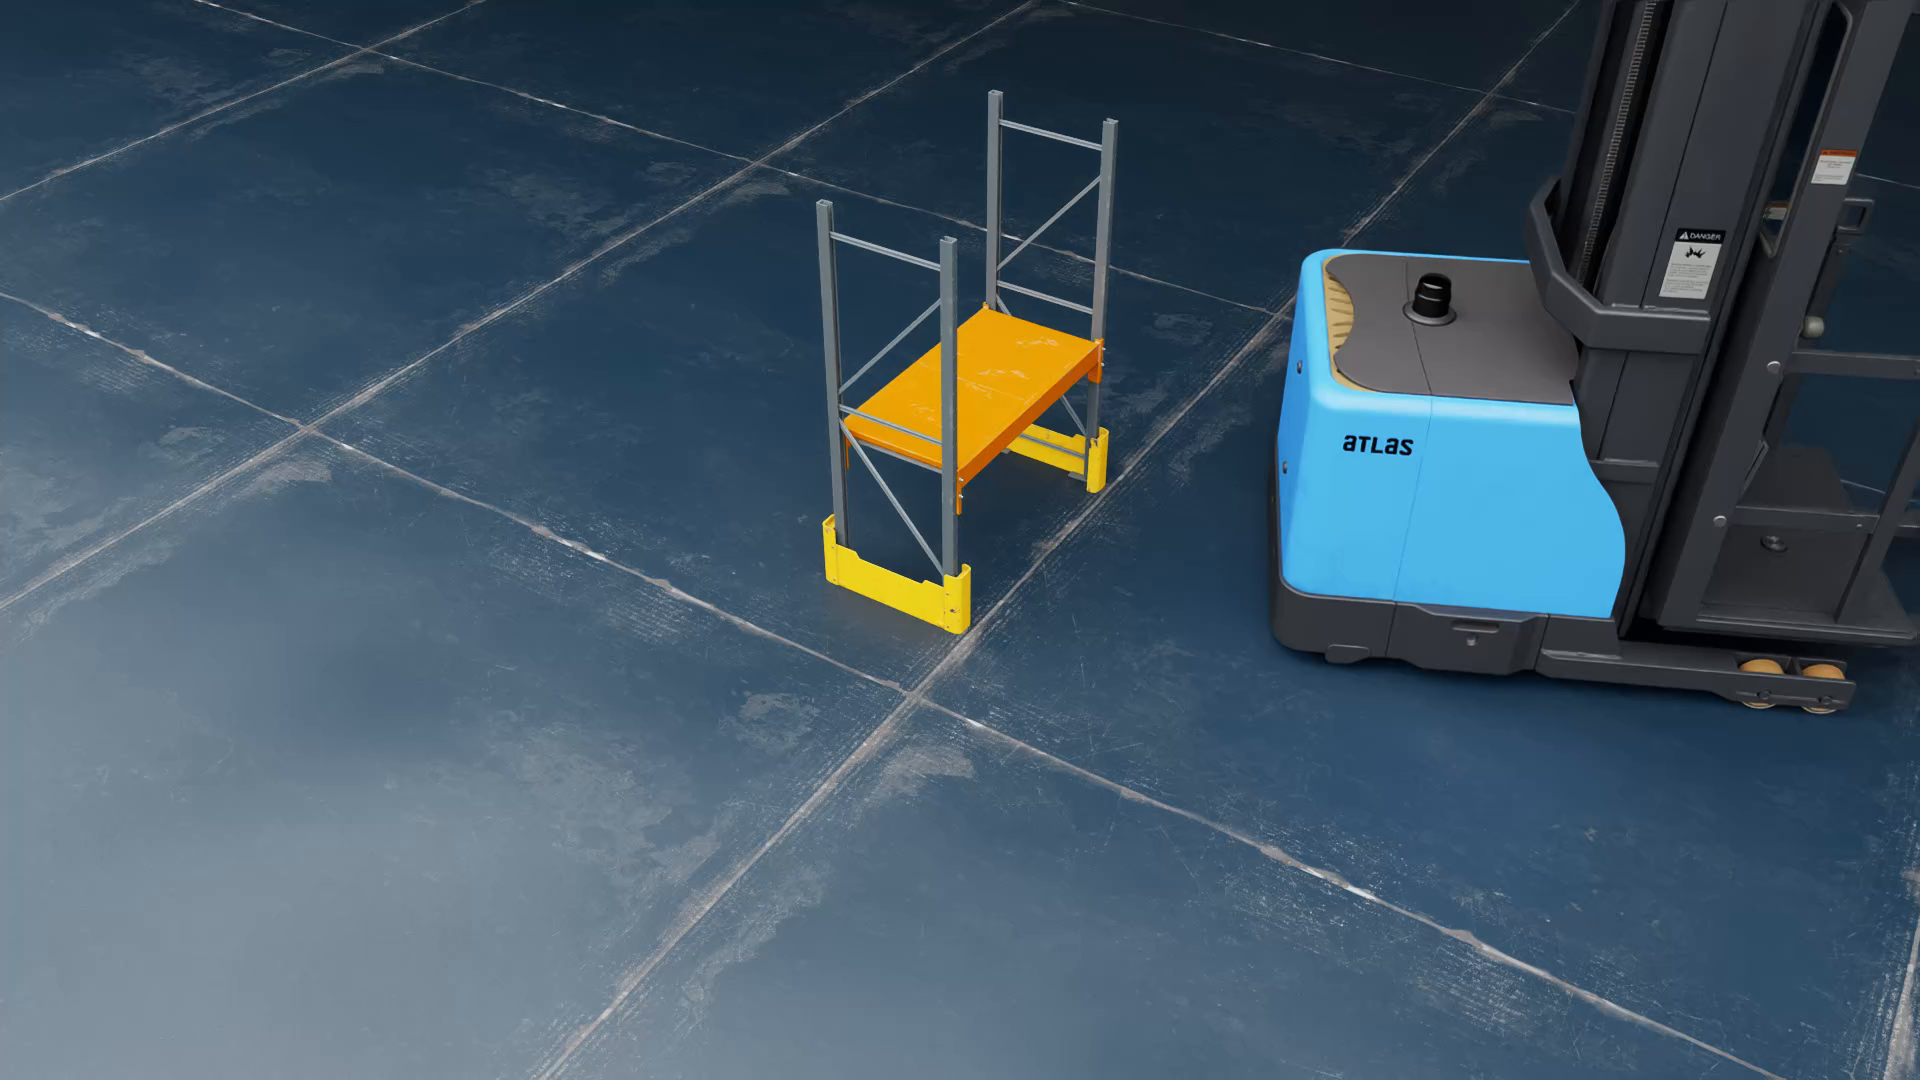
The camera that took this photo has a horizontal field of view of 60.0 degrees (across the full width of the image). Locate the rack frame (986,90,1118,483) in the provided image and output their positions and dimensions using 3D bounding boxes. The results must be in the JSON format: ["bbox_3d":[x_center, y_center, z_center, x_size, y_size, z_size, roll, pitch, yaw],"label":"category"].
[{"bbox_3d":[0.318,-0.900,6.189,0.500,1.500,0.032,21,42,25],"label":"rack frame"}]

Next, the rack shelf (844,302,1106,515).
[{"bbox_3d":[0.046,-0.496,5.959,0.538,0.185,1.000,21,42,25],"label":"rack shelf"}]

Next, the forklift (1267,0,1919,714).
[{"bbox_3d":[2.629,-0.933,5.059,3.031,2.935,1.130,5,38,6],"label":"forklift"}]

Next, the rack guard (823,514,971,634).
[{"bbox_3d":[-0.226,0.118,5.892,0.587,0.250,0.087,21,42,25],"label":"rack guard"}]

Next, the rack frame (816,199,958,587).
[{"bbox_3d":[-0.227,-0.376,5.509,0.500,1.500,0.032,21,42,25],"label":"rack frame"}]

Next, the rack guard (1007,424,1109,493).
[{"bbox_3d":[0.308,-0.395,6.558,0.587,0.250,0.087,21,42,25],"label":"rack guard"}]

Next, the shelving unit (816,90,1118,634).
[{"bbox_3d":[0.041,-0.633,5.843,0.587,1.500,1.083,21,42,25],"label":"shelving unit"}]
